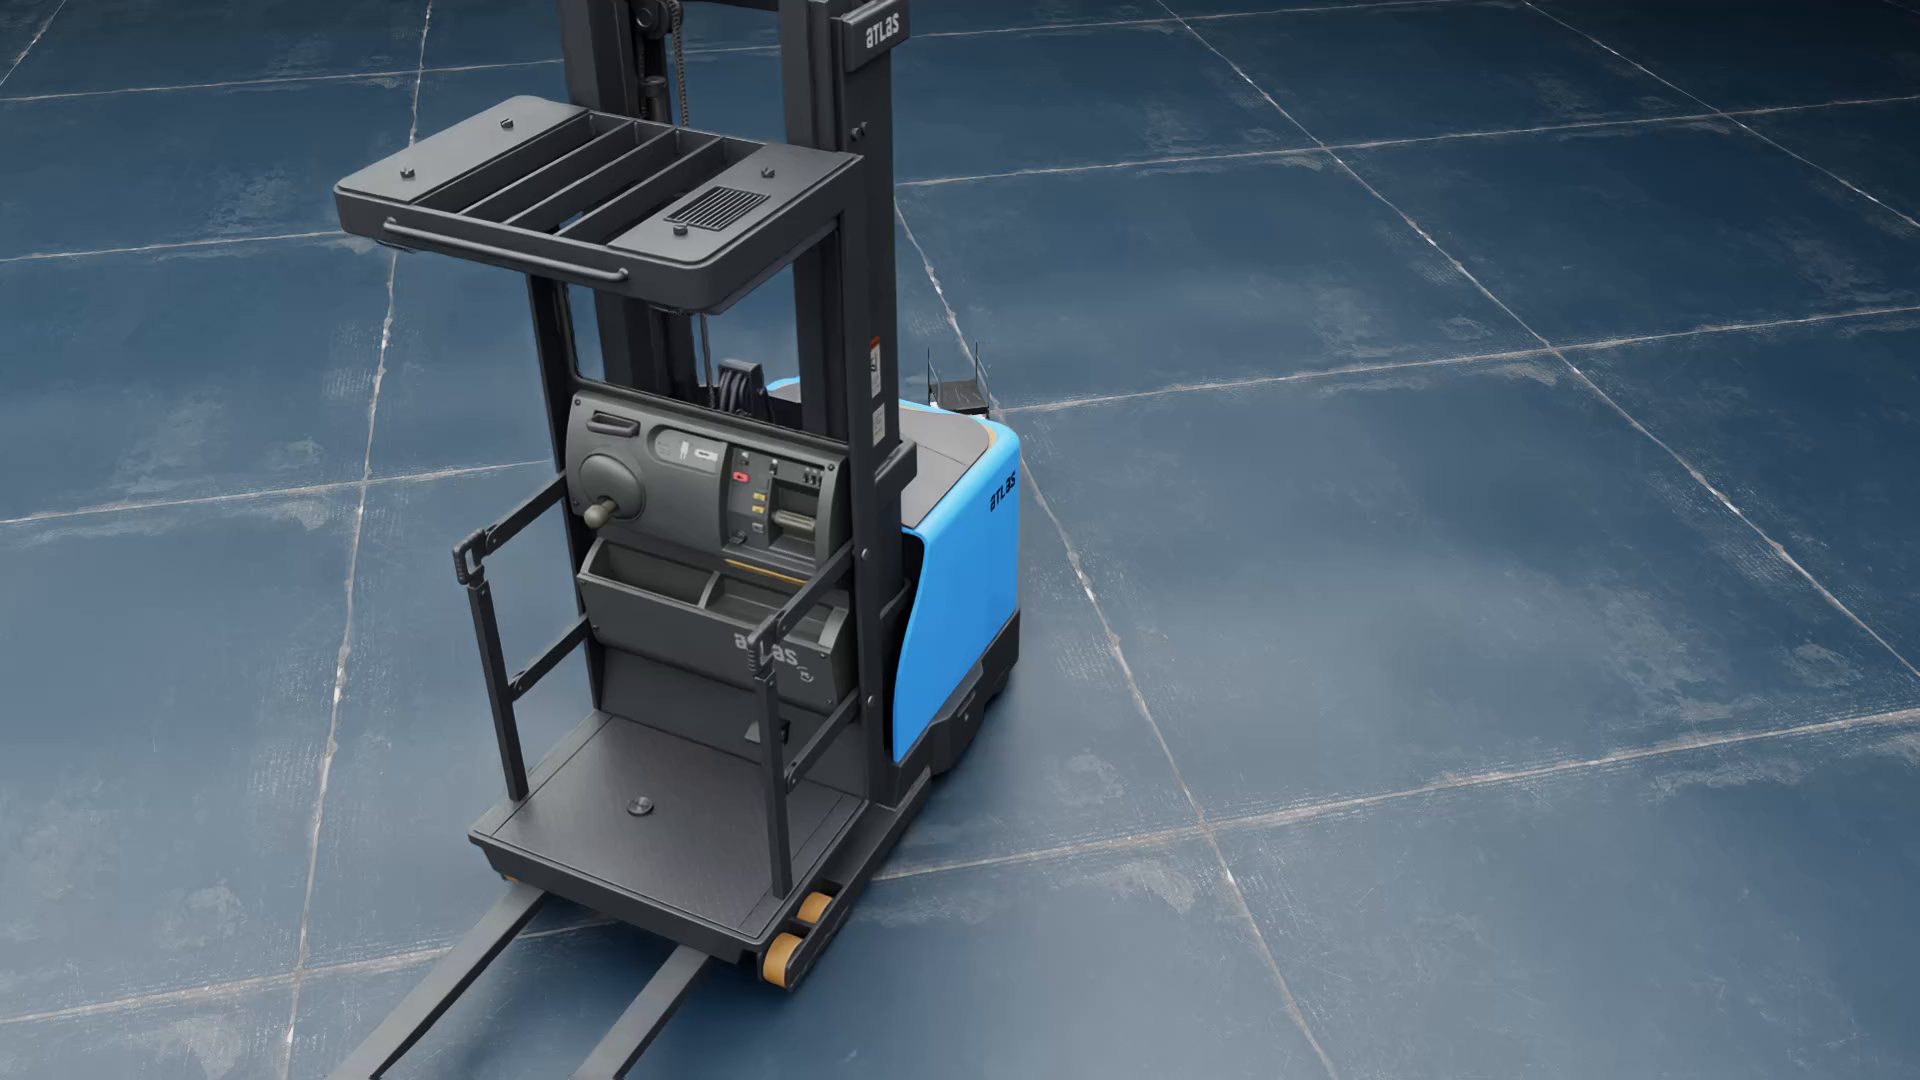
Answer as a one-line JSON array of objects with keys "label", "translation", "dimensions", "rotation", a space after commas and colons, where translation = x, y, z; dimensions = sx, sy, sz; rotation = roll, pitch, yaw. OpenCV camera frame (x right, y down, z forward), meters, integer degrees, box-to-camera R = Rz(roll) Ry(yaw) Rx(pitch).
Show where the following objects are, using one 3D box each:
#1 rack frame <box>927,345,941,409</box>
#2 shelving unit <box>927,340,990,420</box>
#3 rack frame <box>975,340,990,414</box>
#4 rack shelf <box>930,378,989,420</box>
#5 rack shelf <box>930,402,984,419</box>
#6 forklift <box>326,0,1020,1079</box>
[{"label": "rack frame", "translation": [-0.107, -0.360, 6.979], "dimensions": [0.006, 0.900, 0.240], "rotation": [-7, 35, -11]}, {"label": "shelving unit", "translation": [-0.008, -0.373, 6.998], "dimensions": [0.210, 0.900, 0.258], "rotation": [-7, 35, -11]}, {"label": "rack frame", "translation": [0.091, -0.385, 7.016], "dimensions": [0.006, 0.900, 0.240], "rotation": [-7, 35, -11]}, {"label": "rack shelf", "translation": [-0.008, -0.569, 6.866], "dimensions": [0.200, 0.077, 0.258], "rotation": [-7, 35, -11]}, {"label": "rack shelf", "translation": [-0.008, -0.494, 6.916], "dimensions": [0.200, 0.077, 0.258], "rotation": [-7, 35, -11]}, {"label": "forklift", "translation": [-0.865, -0.107, 4.778], "dimensions": [1.130, 2.935, 3.031], "rotation": [15, 37, 21]}]
